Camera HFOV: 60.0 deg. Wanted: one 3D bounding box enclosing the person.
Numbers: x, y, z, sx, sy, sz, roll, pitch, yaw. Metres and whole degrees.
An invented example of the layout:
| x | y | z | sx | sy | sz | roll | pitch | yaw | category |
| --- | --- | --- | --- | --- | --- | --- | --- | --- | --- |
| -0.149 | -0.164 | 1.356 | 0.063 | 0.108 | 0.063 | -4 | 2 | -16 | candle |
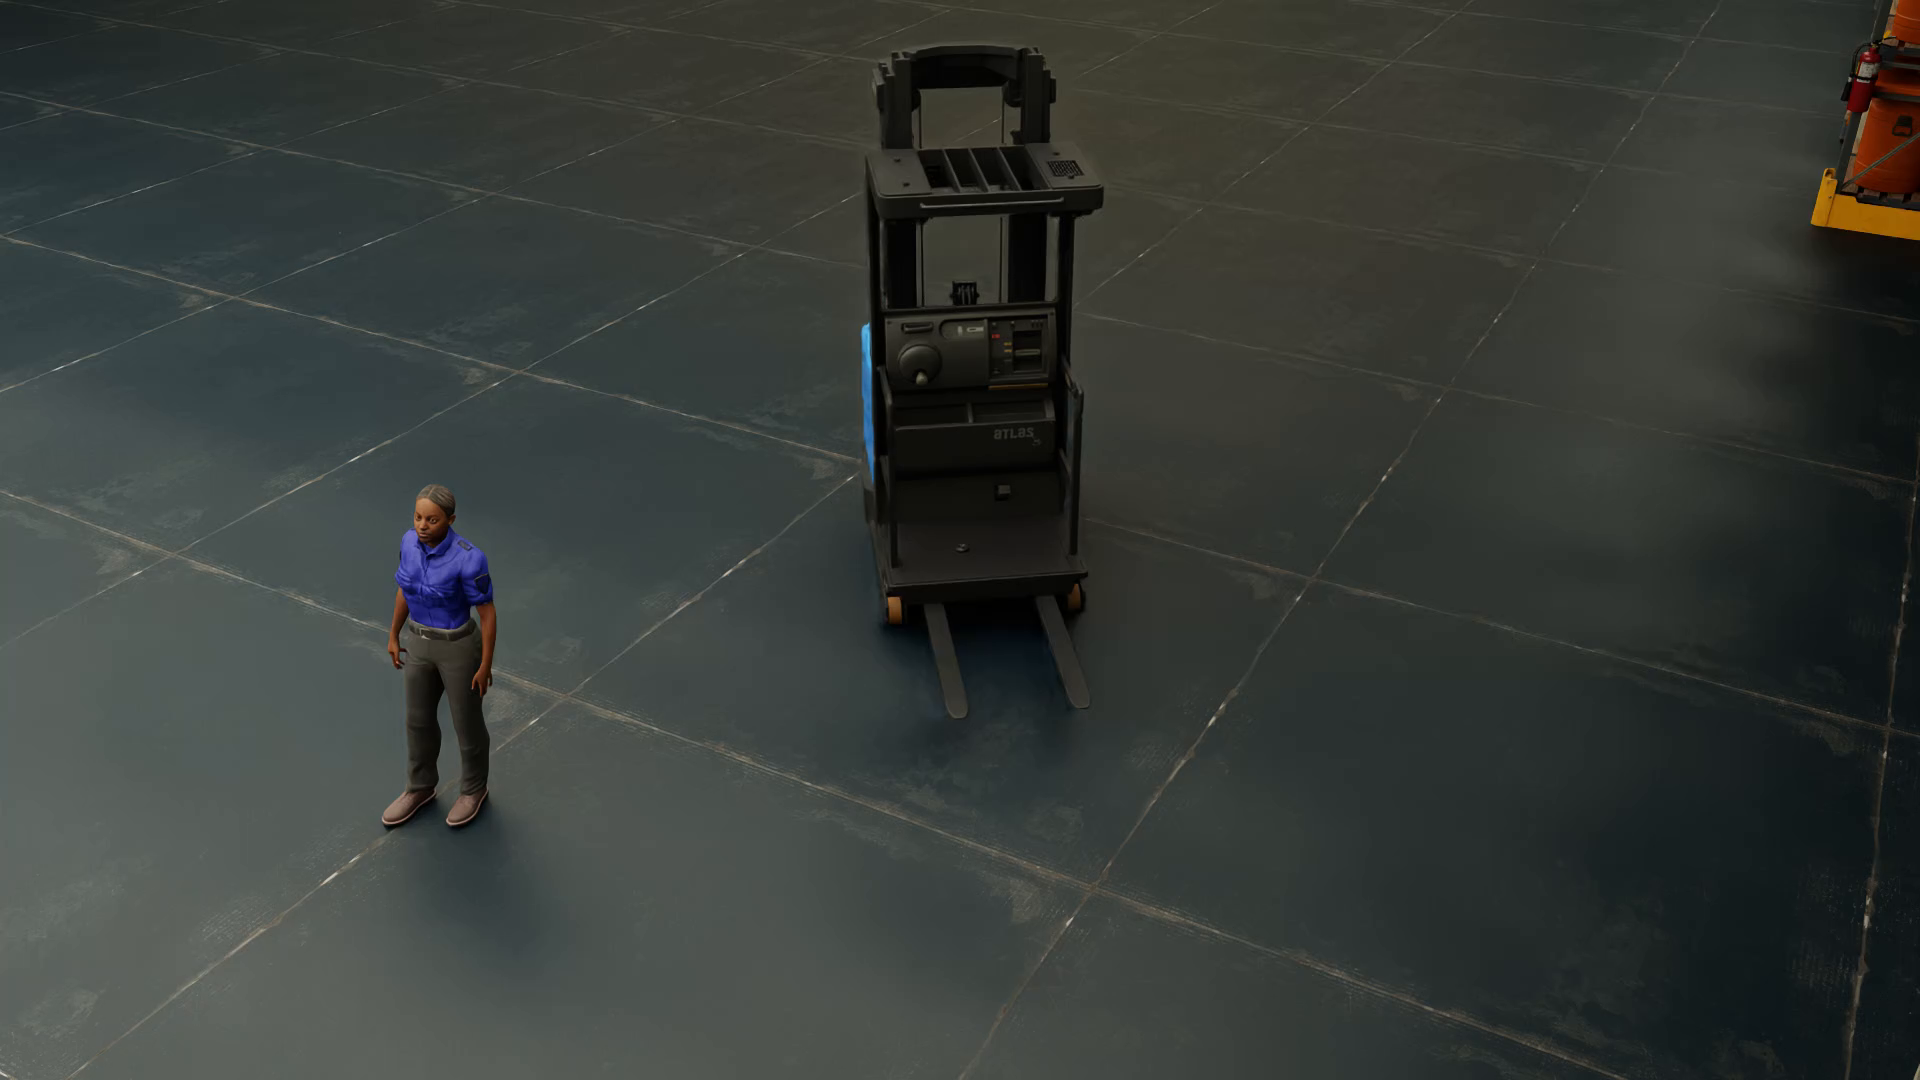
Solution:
| x | y | z | sx | sy | sz | roll | pitch | yaw | category |
| --- | --- | --- | --- | --- | --- | --- | --- | --- | --- |
| -2.347 | 0.542 | 7.395 | 0.569 | 1.654 | 0.495 | 12 | 32 | 19 | person |

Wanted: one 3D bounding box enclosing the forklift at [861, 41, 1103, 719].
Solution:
| x | y | z | sx | sy | sz | roll | pitch | yaw | category |
| --- | --- | --- | --- | --- | --- | --- | --- | --- | --- |
| 0.093 | -0.984 | 8.775 | 1.130 | 2.935 | 3.031 | -4 | 30 | -7 | forklift |
